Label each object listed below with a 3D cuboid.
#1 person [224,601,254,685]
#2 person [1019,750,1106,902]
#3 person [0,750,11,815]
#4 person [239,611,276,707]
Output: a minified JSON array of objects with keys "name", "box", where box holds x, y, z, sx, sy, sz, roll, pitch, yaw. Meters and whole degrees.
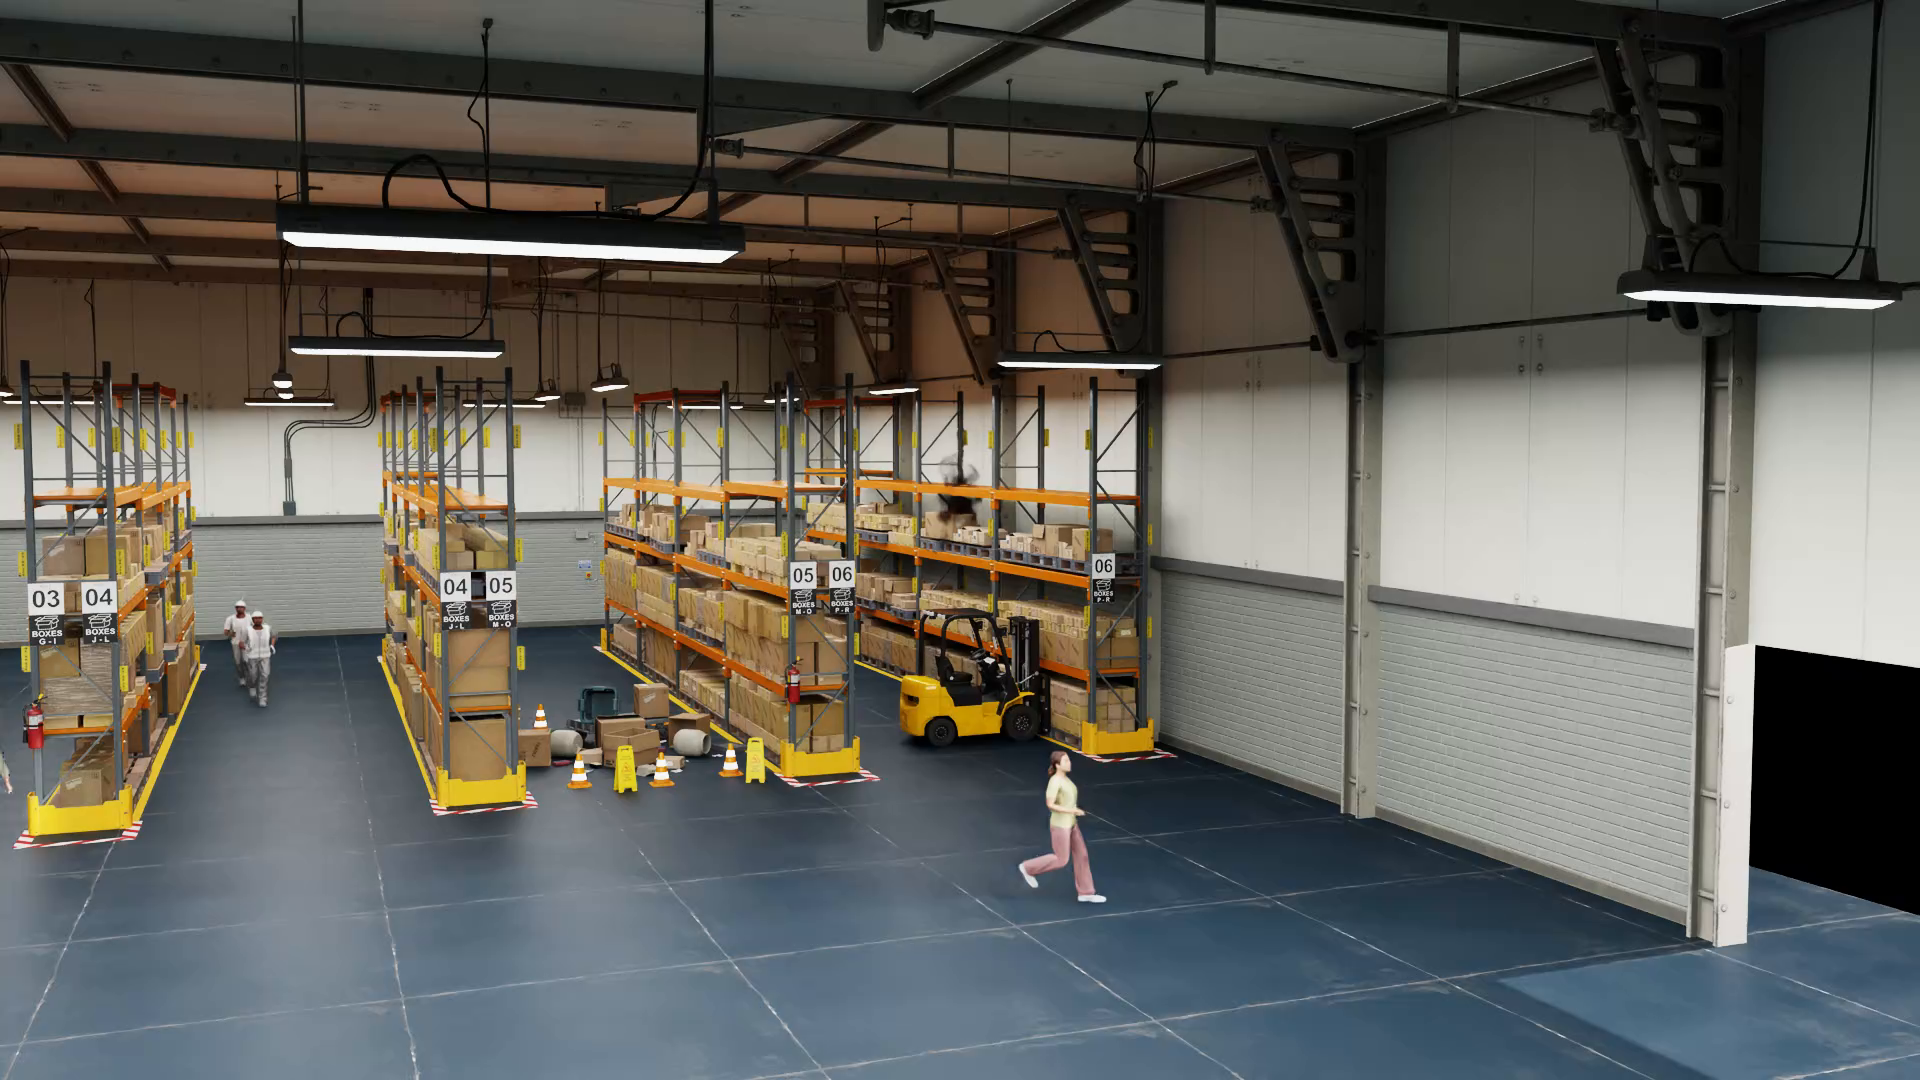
[{"name":"person","box":[-14.562,2.094,33.725,0.682,1.724,0.634,-1,4,-16]},{"name":"person","box":[1.123,3.089,18.020,0.970,1.633,0.592,1,4,22]},{"name":"person","box":[-11.758,3.037,20.052,0.466,1.548,0.602,3,4,39]},{"name":"person","box":[-13.219,2.222,31.339,0.682,1.768,0.940,-2,4,-31]}]
